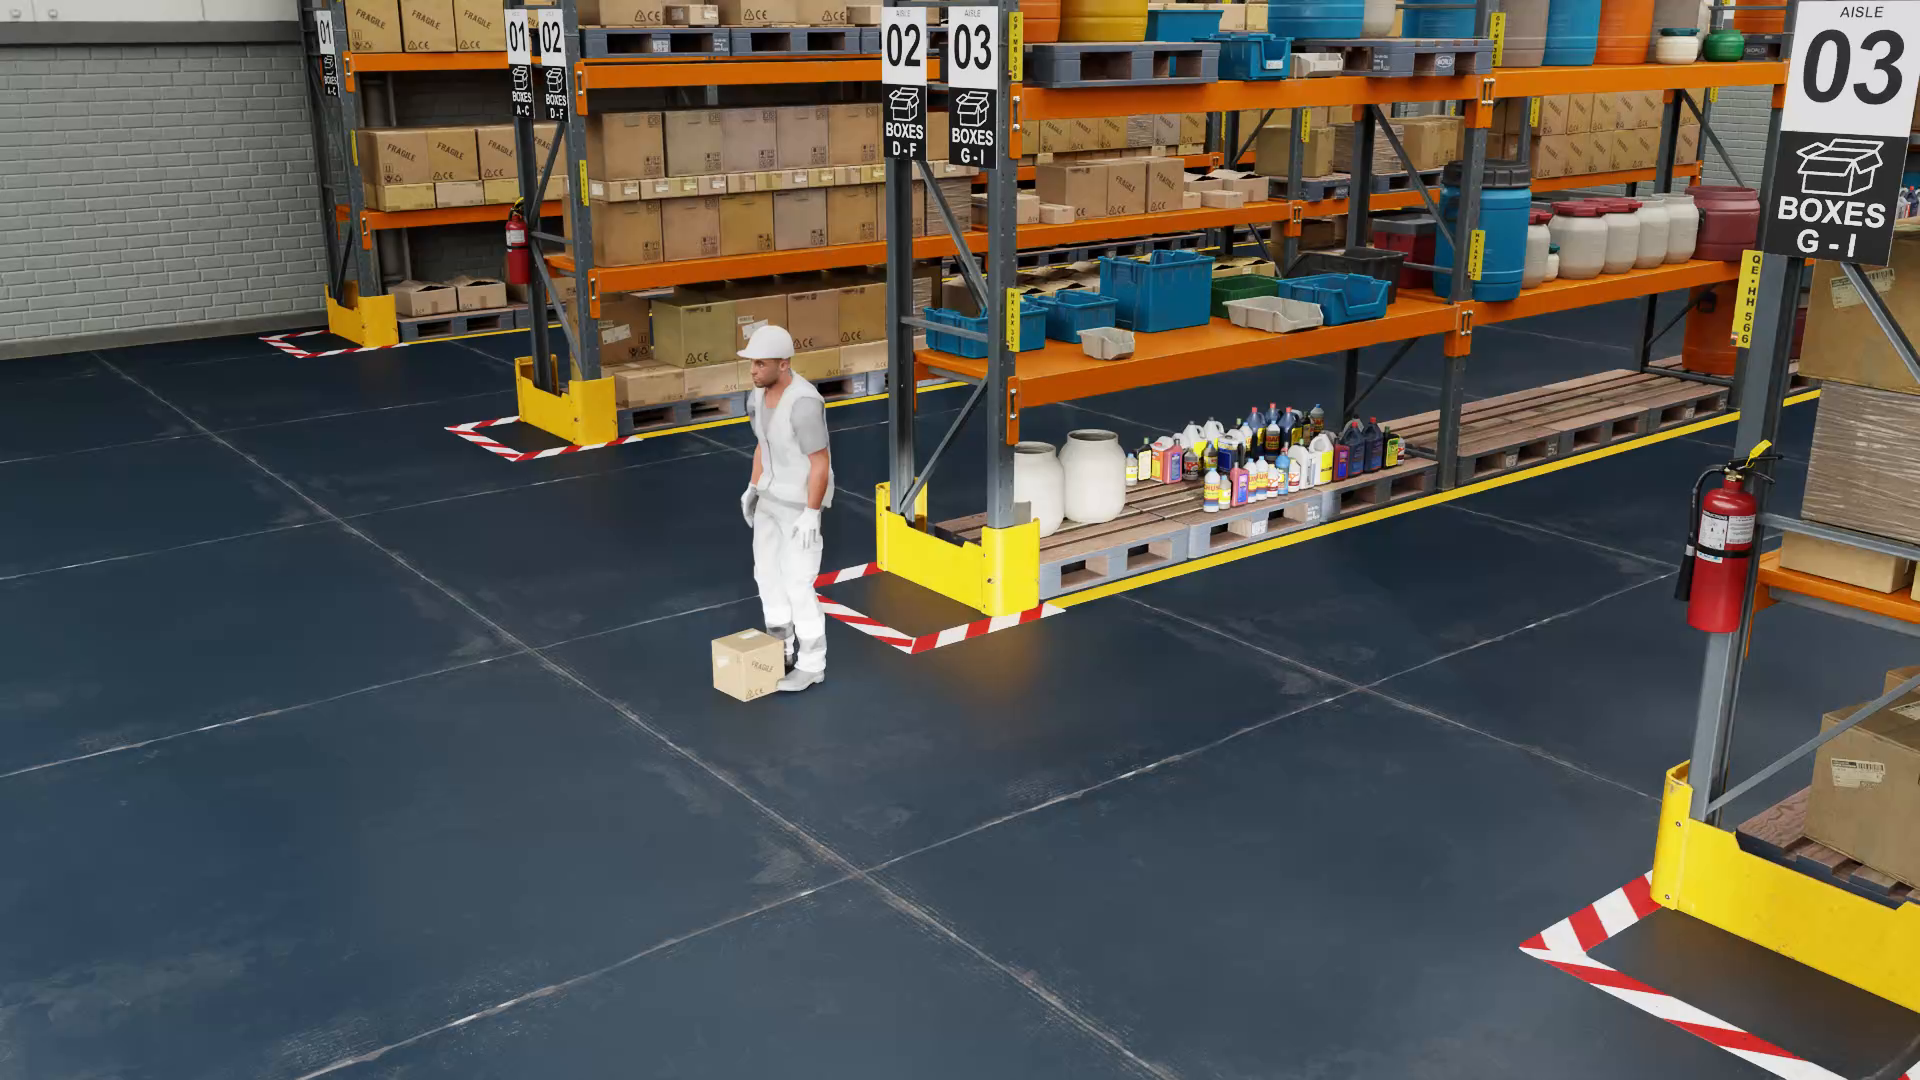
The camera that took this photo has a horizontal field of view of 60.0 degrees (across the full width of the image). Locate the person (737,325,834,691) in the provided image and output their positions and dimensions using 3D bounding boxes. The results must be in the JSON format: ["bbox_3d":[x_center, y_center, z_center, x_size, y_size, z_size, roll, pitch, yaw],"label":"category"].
[{"bbox_3d":[-0.852,-0.162,8.037,0.448,1.779,0.609,-13,22,-36],"label":"person"}]
